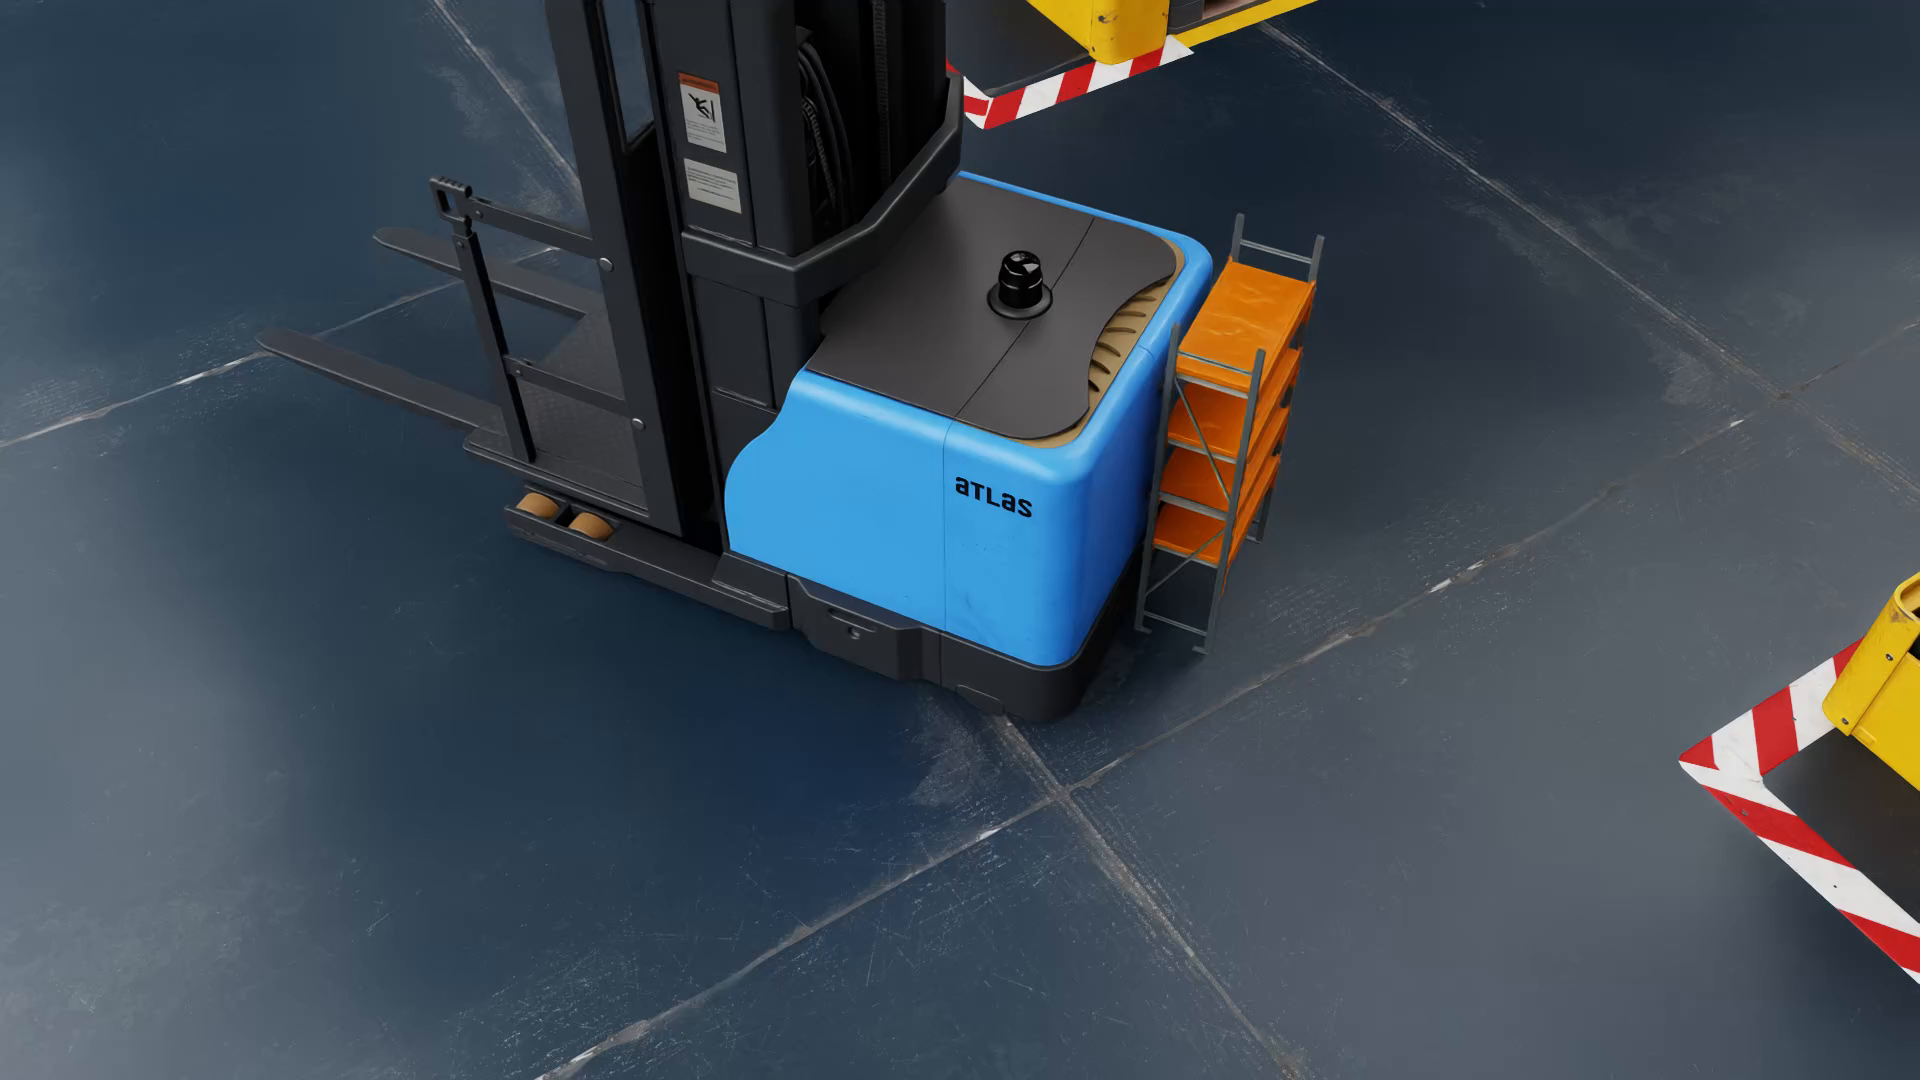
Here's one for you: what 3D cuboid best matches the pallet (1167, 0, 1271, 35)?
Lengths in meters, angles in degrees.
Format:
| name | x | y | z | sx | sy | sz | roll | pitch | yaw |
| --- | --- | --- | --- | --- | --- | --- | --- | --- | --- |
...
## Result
| name | x | y | z | sx | sy | sz | roll | pitch | yaw |
| --- | --- | --- | --- | --- | --- | --- | --- | --- | --- |
| pallet | 1.158 | -2.802 | 7.604 | 1.213 | 0.211 | 1.003 | -25 | 53 | -21 |

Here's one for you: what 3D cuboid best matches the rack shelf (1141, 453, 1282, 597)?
| name | x | y | z | sx | sy | sz | roll | pitch | yaw |
| --- | --- | --- | --- | --- | --- | --- | --- | --- | --- |
| rack shelf | 0.740 | -0.086 | 4.879 | 0.258 | 0.148 | 0.480 | 19 | 51 | 16 |

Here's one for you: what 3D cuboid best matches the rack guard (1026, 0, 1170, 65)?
| name | x | y | z | sx | sy | sz | roll | pitch | yaw |
| --- | --- | --- | --- | --- | --- | --- | --- | --- | --- |
| rack guard | 0.452 | -2.597 | 7.228 | 0.348 | 0.500 | 1.175 | -25 | 53 | -21 |

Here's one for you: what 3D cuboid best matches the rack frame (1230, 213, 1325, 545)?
| name | x | y | z | sx | sy | sz | roll | pitch | yaw |
| --- | --- | --- | --- | --- | --- | --- | --- | --- | --- |
| rack frame | 0.844 | -0.427 | 4.827 | 0.240 | 1.200 | 0.015 | 19 | 51 | 16 |

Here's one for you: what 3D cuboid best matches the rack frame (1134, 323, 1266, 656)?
| name | x | y | z | sx | sy | sz | roll | pitch | yaw |
| --- | --- | --- | --- | --- | --- | --- | --- | --- | --- |
| rack frame | 0.636 | -0.098 | 4.534 | 0.240 | 1.200 | 0.015 | 19 | 51 | 16 |

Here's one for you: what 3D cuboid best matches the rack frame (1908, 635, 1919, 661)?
| name | x | y | z | sx | sy | sz | roll | pitch | yaw |
| --- | --- | --- | --- | --- | --- | --- | --- | --- | --- |
| rack frame | 2.948 | -0.225 | 3.442 | 0.127 | 3.000 | 1.000 | -25 | 53 | -21 |

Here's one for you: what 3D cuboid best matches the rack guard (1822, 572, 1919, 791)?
| name | x | y | z | sx | sy | sz | roll | pitch | yaw |
| --- | --- | --- | --- | --- | --- | --- | --- | --- | --- |
| rack guard | 2.928 | 0.616 | 4.367 | 0.348 | 0.500 | 1.175 | -25 | 53 | -21 |

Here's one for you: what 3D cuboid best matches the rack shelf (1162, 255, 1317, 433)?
| name | x | y | z | sx | sy | sz | roll | pitch | yaw |
| --- | --- | --- | --- | --- | --- | --- | --- | --- | --- |
| rack shelf | 0.740 | -0.524 | 4.387 | 0.258 | 0.148 | 0.480 | 19 | 51 | 16 |

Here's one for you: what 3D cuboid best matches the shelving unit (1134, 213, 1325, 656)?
| name | x | y | z | sx | sy | sz | roll | pitch | yaw |
| --- | --- | --- | --- | --- | --- | --- | --- | --- | --- |
| shelving unit | 0.740 | -0.262 | 4.680 | 0.258 | 1.200 | 0.503 | 19 | 51 | 16 |

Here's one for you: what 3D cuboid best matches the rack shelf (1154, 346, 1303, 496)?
| name | x | y | z | sx | sy | sz | roll | pitch | yaw |
| --- | --- | --- | --- | --- | --- | --- | --- | --- | --- |
| rack shelf | 0.740 | -0.366 | 4.563 | 0.258 | 0.148 | 0.480 | 19 | 51 | 16 |

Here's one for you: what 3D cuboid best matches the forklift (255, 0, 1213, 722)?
| name | x | y | z | sx | sy | sz | roll | pitch | yaw |
| --- | --- | --- | --- | --- | --- | --- | --- | --- | --- |
| forklift | -0.849 | -1.231 | 4.383 | 3.031 | 2.935 | 1.130 | 20 | 51 | 17 |

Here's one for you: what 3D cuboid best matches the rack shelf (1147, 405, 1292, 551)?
| name | x | y | z | sx | sy | sz | roll | pitch | yaw |
| --- | --- | --- | --- | --- | --- | --- | --- | --- | --- |
| rack shelf | 0.740 | -0.218 | 4.731 | 0.258 | 0.148 | 0.480 | 19 | 51 | 16 |
